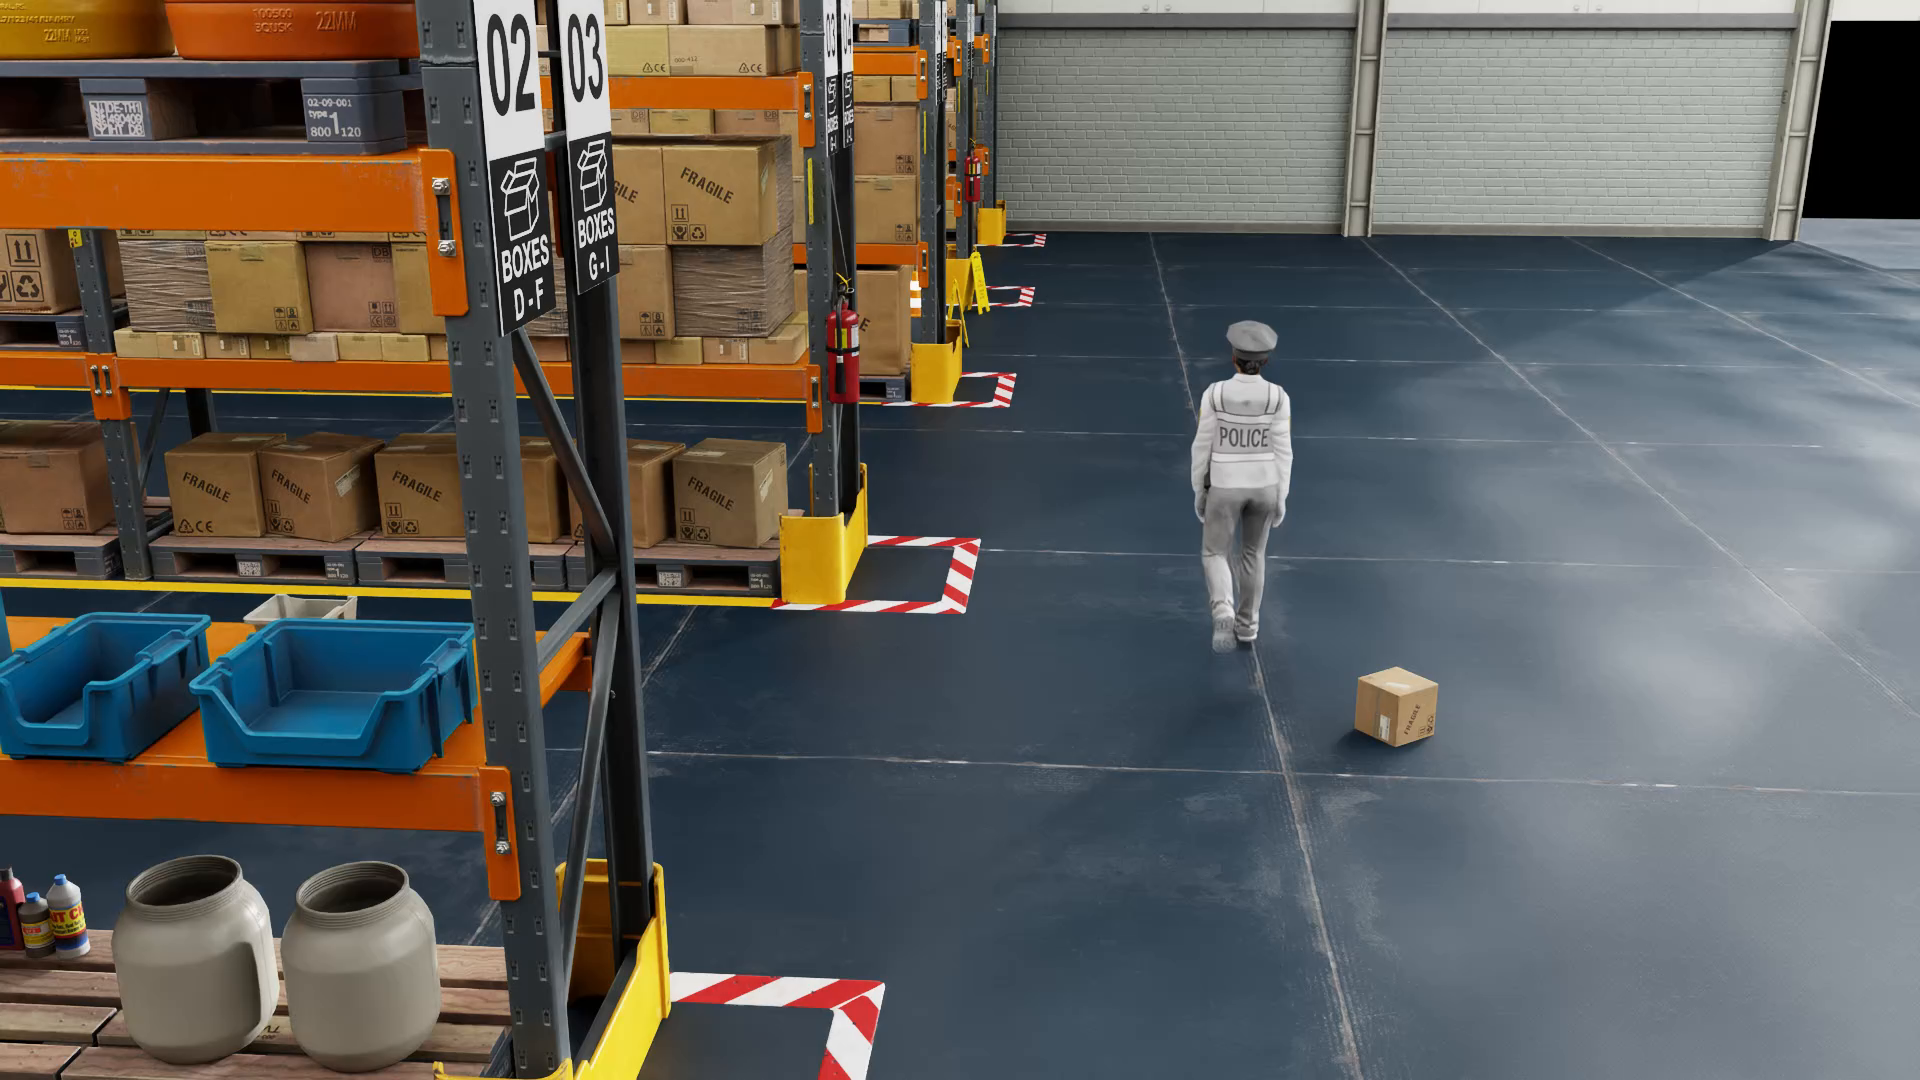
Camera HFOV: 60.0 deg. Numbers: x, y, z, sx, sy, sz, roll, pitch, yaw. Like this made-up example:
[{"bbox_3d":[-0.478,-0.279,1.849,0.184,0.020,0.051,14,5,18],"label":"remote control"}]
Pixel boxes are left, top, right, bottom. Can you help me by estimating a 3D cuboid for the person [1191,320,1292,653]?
[{"bbox_3d":[1.383,-0.236,8.206,0.489,1.669,0.723,1,18,4],"label":"person"}]
